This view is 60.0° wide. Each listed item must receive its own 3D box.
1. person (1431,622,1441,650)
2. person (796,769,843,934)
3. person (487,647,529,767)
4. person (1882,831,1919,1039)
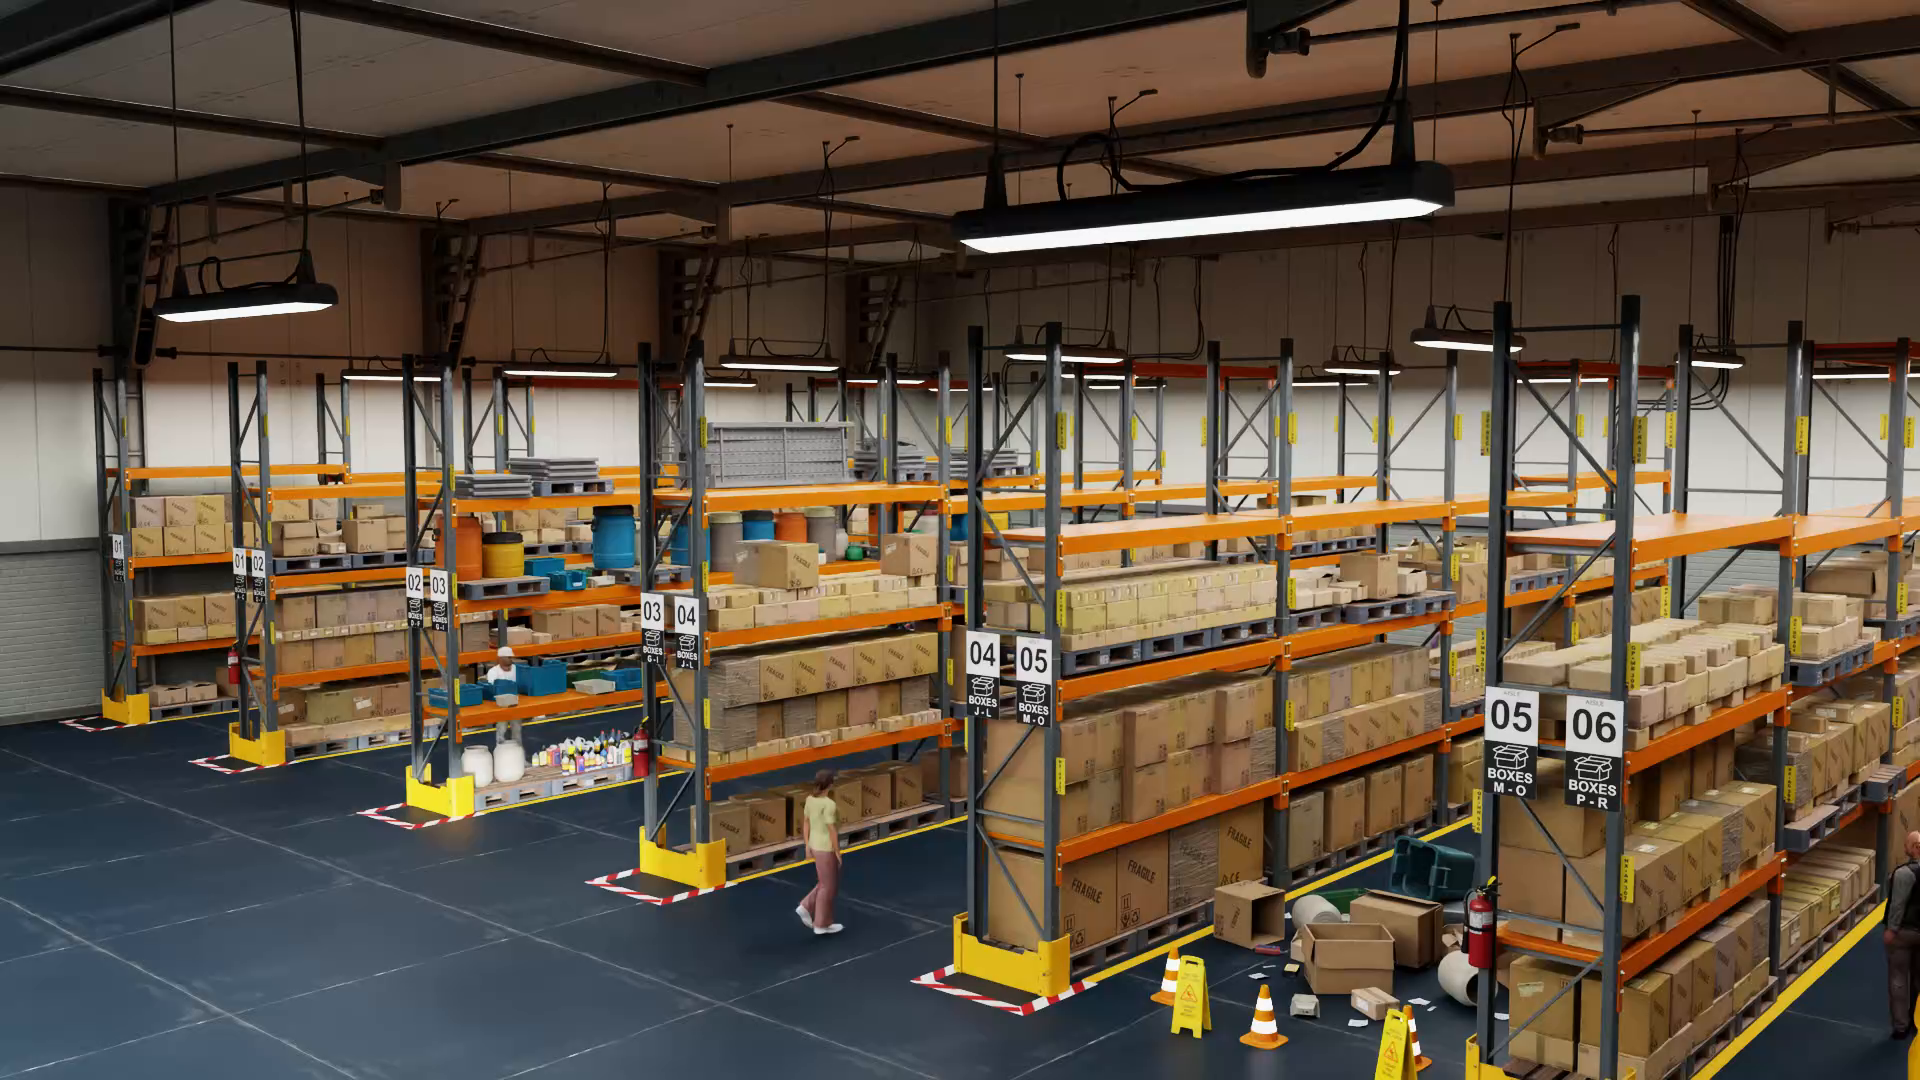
[{"bbox_3d":[8.517,2.190,29.553,0.332,1.605,0.442,2,5,28],"label":"person"},{"bbox_3d":[-1.374,3.099,16.550,0.485,1.664,0.445,-2,5,-21],"label":"person"},{"bbox_3d":[-6.698,2.469,24.628,0.452,1.781,0.602,4,6,44],"label":"person"},{"bbox_3d":[8.041,3.288,14.033,0.550,1.714,0.620,1,4,8],"label":"person"}]
